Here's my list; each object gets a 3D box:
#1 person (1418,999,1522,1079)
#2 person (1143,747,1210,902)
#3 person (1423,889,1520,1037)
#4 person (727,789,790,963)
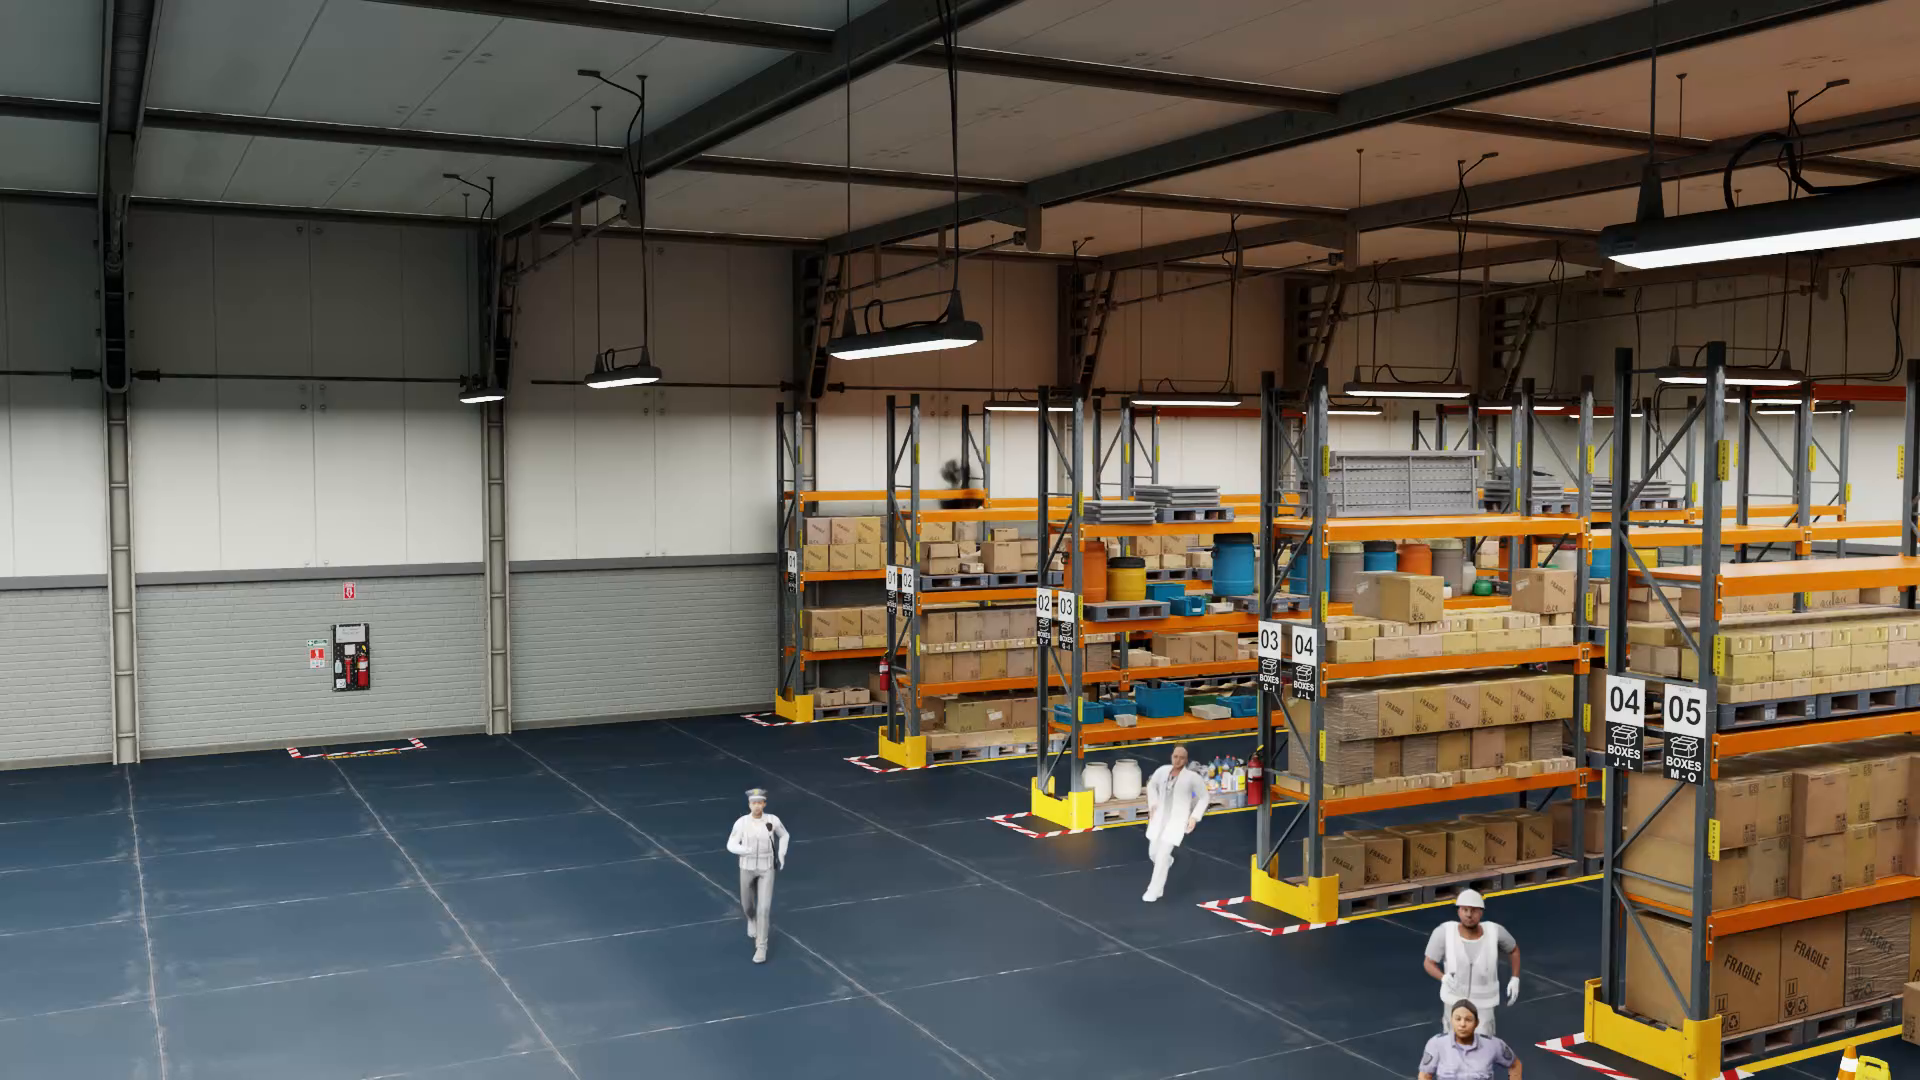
[{"bbox_3d":[3.243,3.756,10.627,0.629,1.644,0.640,1,3,22],"label":"person"},{"bbox_3d":[2.477,3.219,19.017,0.764,1.738,0.832,2,4,31],"label":"person"},{"bbox_3d":[3.882,3.568,12.646,0.700,1.860,0.776,1,3,20],"label":"person"},{"bbox_3d":[-2.050,3.345,16.907,0.615,1.674,0.928,0,3,-2],"label":"person"}]
